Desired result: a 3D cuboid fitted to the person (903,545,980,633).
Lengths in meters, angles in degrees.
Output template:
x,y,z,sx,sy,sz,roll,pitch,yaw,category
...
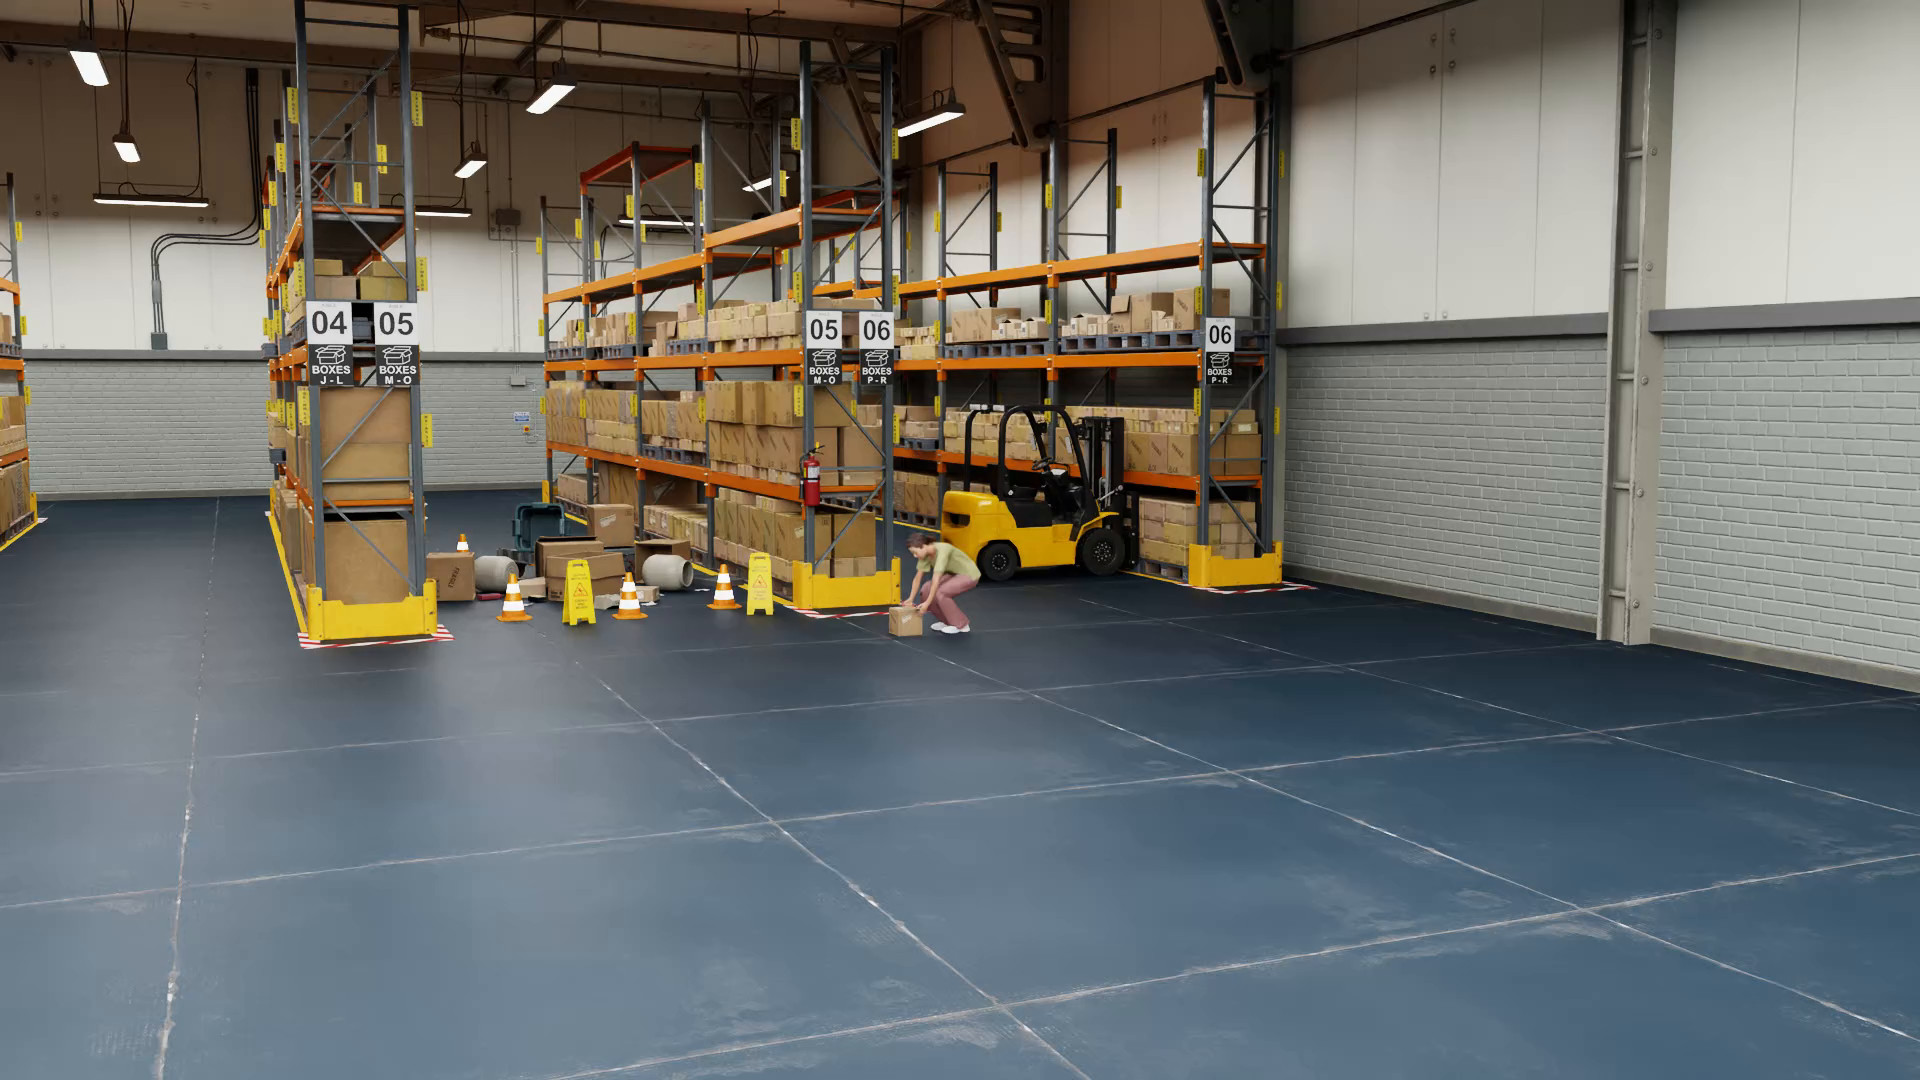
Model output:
x,y,z,sx,sy,sz,roll,pitch,yaw,category
-0.194,0.472,16.272,0.801,0.873,0.488,-2,6,-24,person
